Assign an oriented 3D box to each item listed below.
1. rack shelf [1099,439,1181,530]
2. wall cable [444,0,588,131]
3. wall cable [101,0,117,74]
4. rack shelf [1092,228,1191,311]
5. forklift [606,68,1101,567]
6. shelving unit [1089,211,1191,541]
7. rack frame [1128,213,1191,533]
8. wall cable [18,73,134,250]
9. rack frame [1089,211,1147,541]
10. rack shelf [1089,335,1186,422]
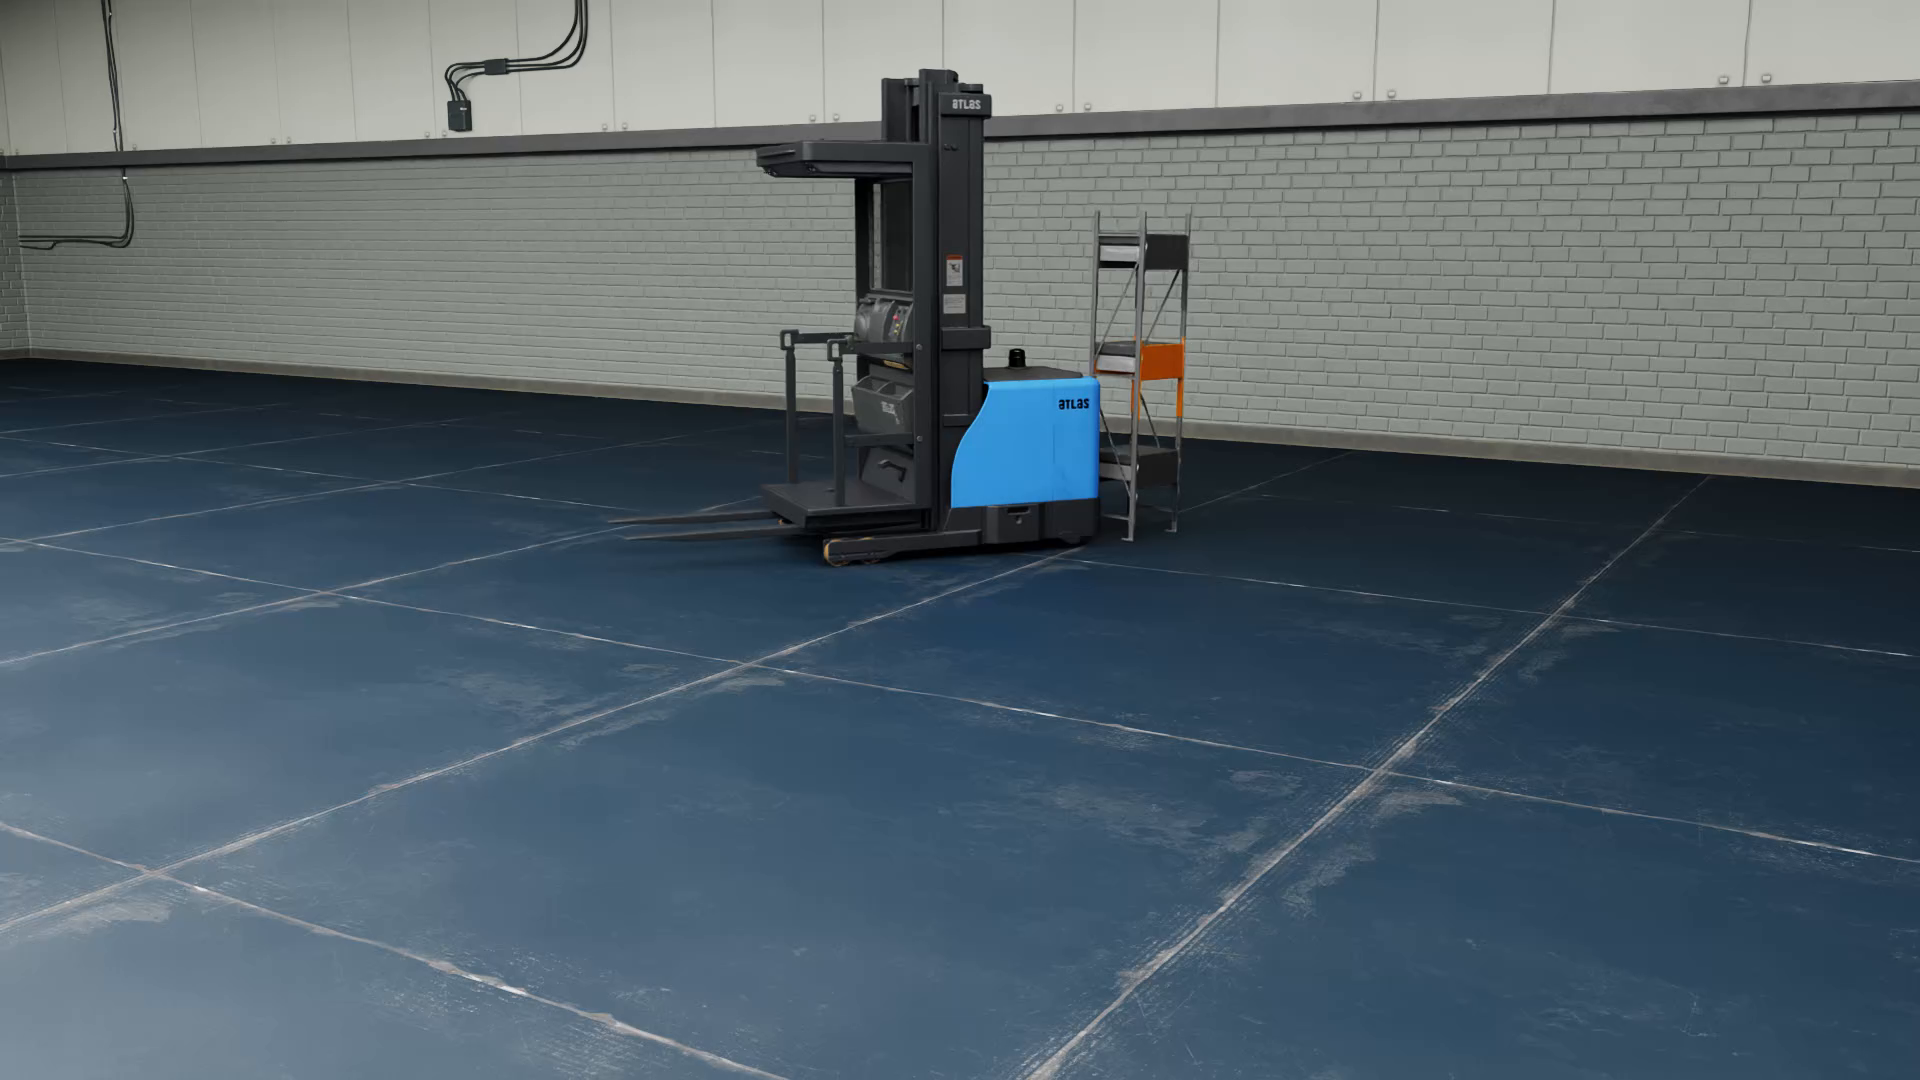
[{"bbox_3d":[1.143,-0.378,11.020,0.431,0.518,0.480,10,14,41],"label":"rack shelf"},{"bbox_3d":[-5.334,-7.923,19.491,2.305,6.003,0.169,6,12,31],"label":"wall cable"},{"bbox_3d":[-11.127,-7.858,23.102,3.097,2.526,0.112,6,12,31],"label":"wall cable"},{"bbox_3d":[1.172,-1.755,10.771,0.431,0.518,0.480,10,14,41],"label":"rack shelf"},{"bbox_3d":[-0.664,-1.389,10.324,3.031,2.935,1.130,-4,11,-22],"label":"forklift"},{"bbox_3d":[1.158,-1.080,10.893,0.431,2.100,0.503,10,14,41],"label":"shelving unit"},{"bbox_3d":[1.322,-1.109,11.071,0.400,2.100,0.015,10,14,41],"label":"rack frame"},{"bbox_3d":[-13.439,-5.634,24.948,3.097,2.526,0.112,6,12,31],"label":"wall cable"},{"bbox_3d":[0.994,-1.051,10.715,0.400,2.100,0.015,10,14,41],"label":"rack frame"},{"bbox_3d":[1.158,-1.067,10.895,0.431,0.518,0.480,10,14,41],"label":"rack shelf"}]
